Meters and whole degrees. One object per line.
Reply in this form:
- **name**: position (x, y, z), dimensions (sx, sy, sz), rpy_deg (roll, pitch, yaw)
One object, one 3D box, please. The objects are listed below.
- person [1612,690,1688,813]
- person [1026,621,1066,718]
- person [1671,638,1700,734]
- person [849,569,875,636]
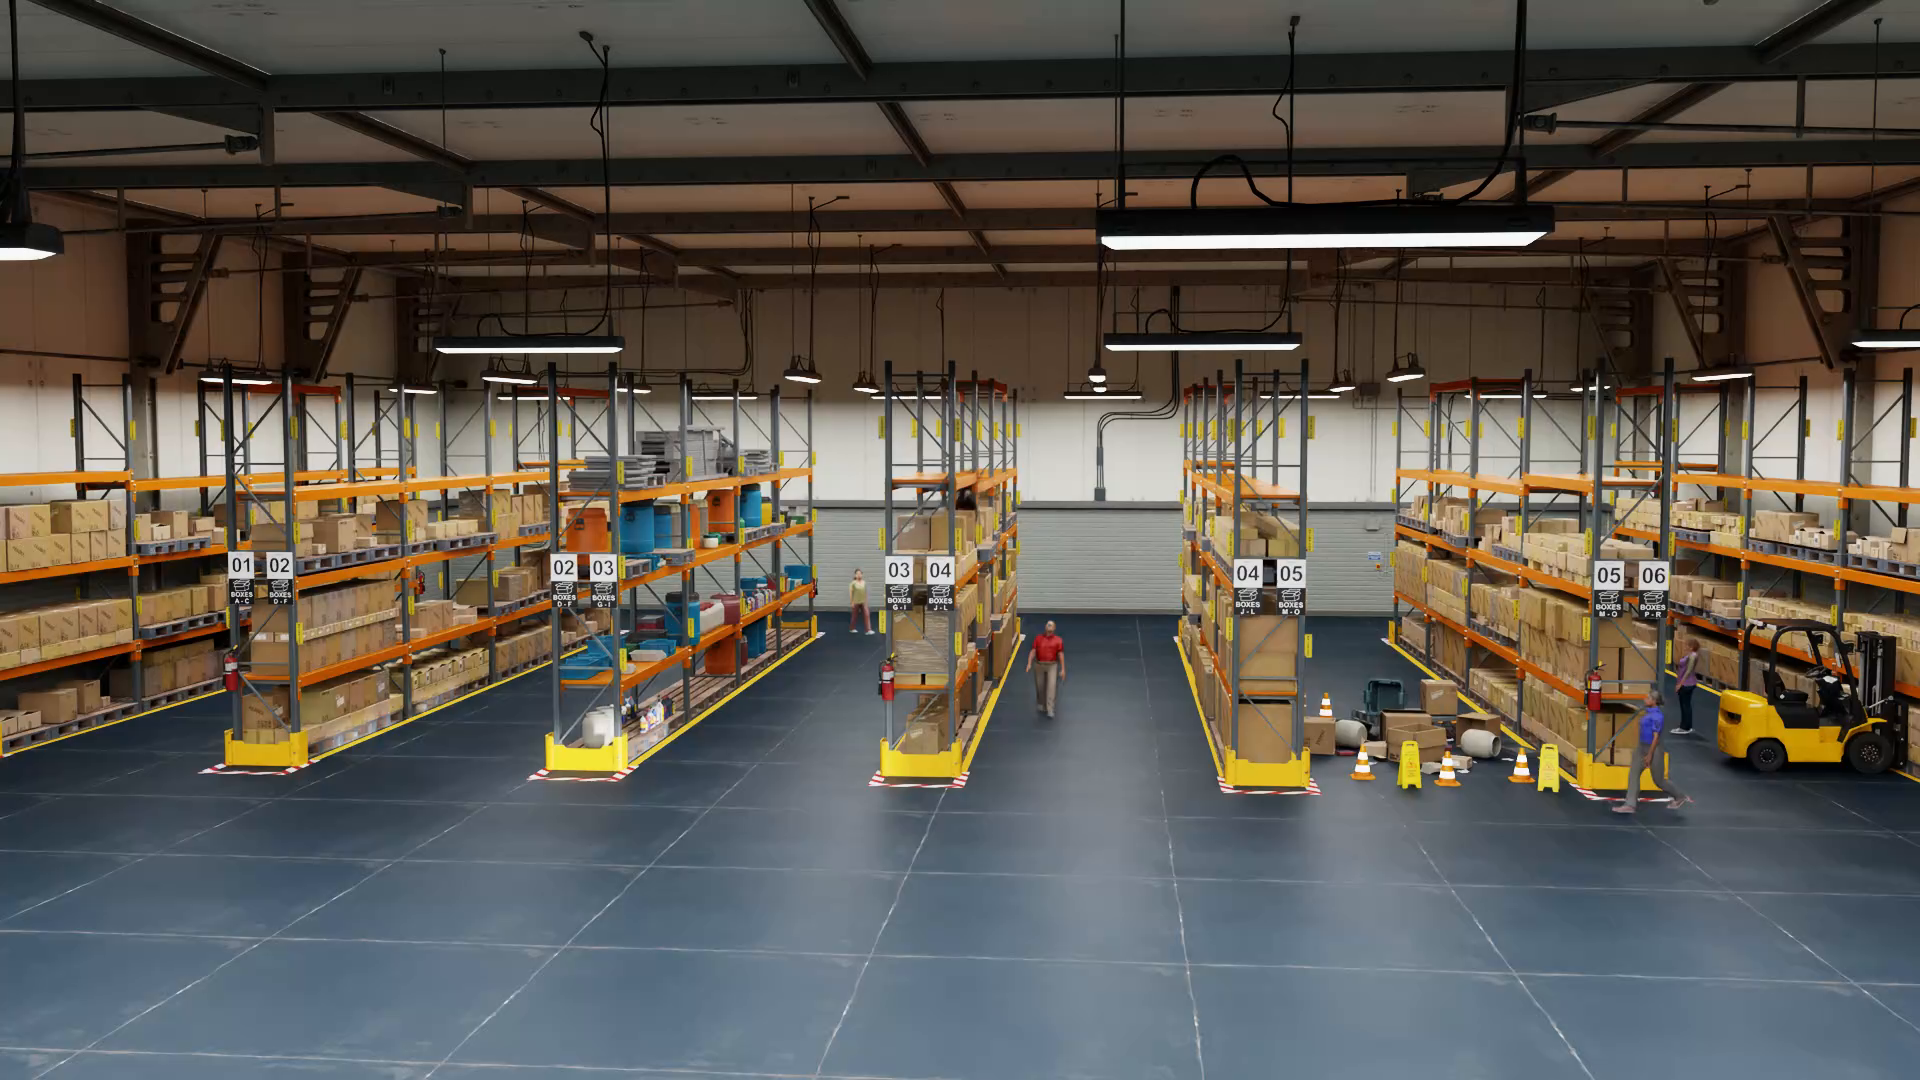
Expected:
- **person**: position (9.012, 2.763, 21.671), dimensions (0.903, 1.621, 0.425), rpy_deg (-1, 4, -15)
- **person**: position (1.512, 2.257, 29.146), dimensions (0.687, 1.660, 1.028), rpy_deg (0, 4, 7)
- **person**: position (11.945, 2.416, 27.361), dimensions (0.405, 1.622, 0.493), rpy_deg (3, 5, 41)
- **person**: position (-2.417, 1.515, 40.595), dimensions (0.565, 1.604, 1.043), rpy_deg (-2, 4, -28)
